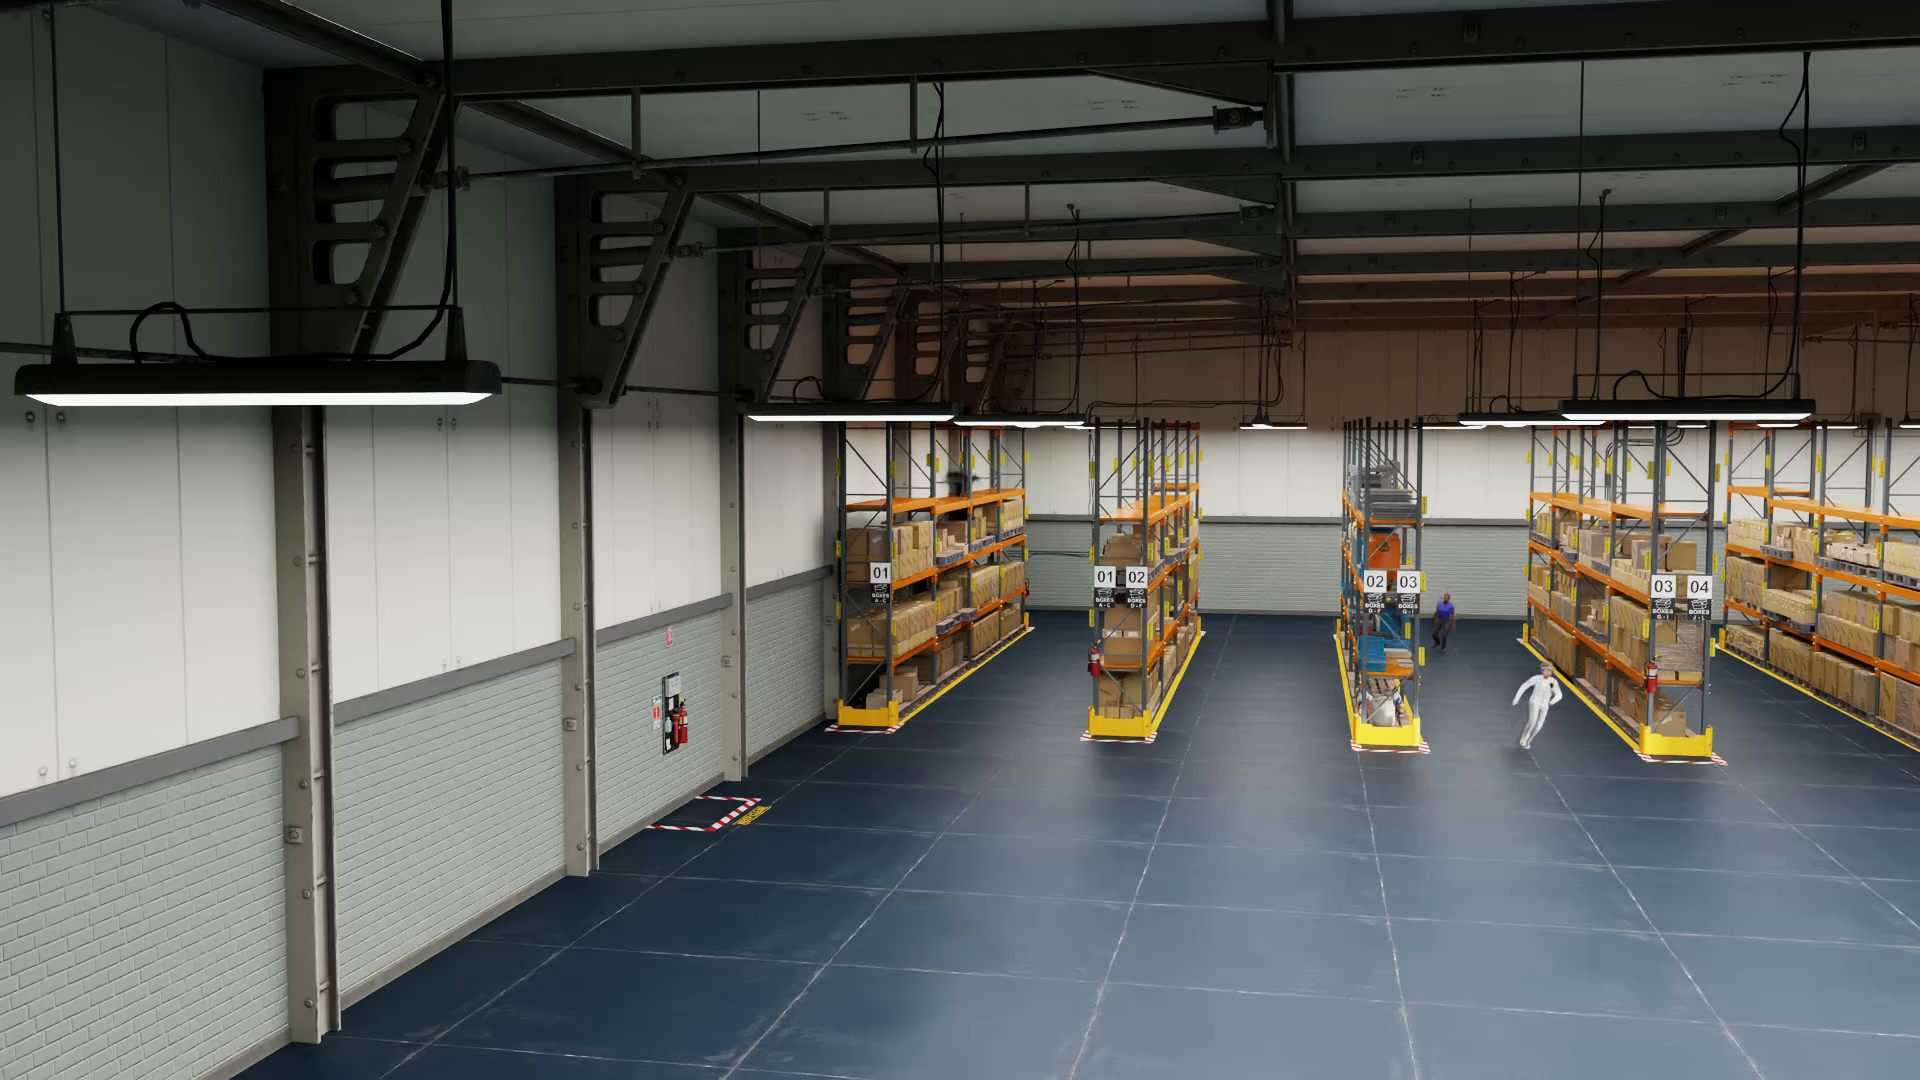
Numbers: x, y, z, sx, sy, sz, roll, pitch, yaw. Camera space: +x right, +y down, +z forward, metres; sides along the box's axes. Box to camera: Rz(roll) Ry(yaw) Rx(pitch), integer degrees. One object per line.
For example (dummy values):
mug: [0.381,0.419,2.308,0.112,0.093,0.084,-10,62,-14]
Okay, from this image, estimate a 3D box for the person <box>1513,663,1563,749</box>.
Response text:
person: [10.469,2.993,30.009,0.780,1.577,0.605,0,4,-3]

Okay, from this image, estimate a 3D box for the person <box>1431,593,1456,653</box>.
person: [12.532,2.134,43.077,0.728,1.575,0.597,2,4,32]
